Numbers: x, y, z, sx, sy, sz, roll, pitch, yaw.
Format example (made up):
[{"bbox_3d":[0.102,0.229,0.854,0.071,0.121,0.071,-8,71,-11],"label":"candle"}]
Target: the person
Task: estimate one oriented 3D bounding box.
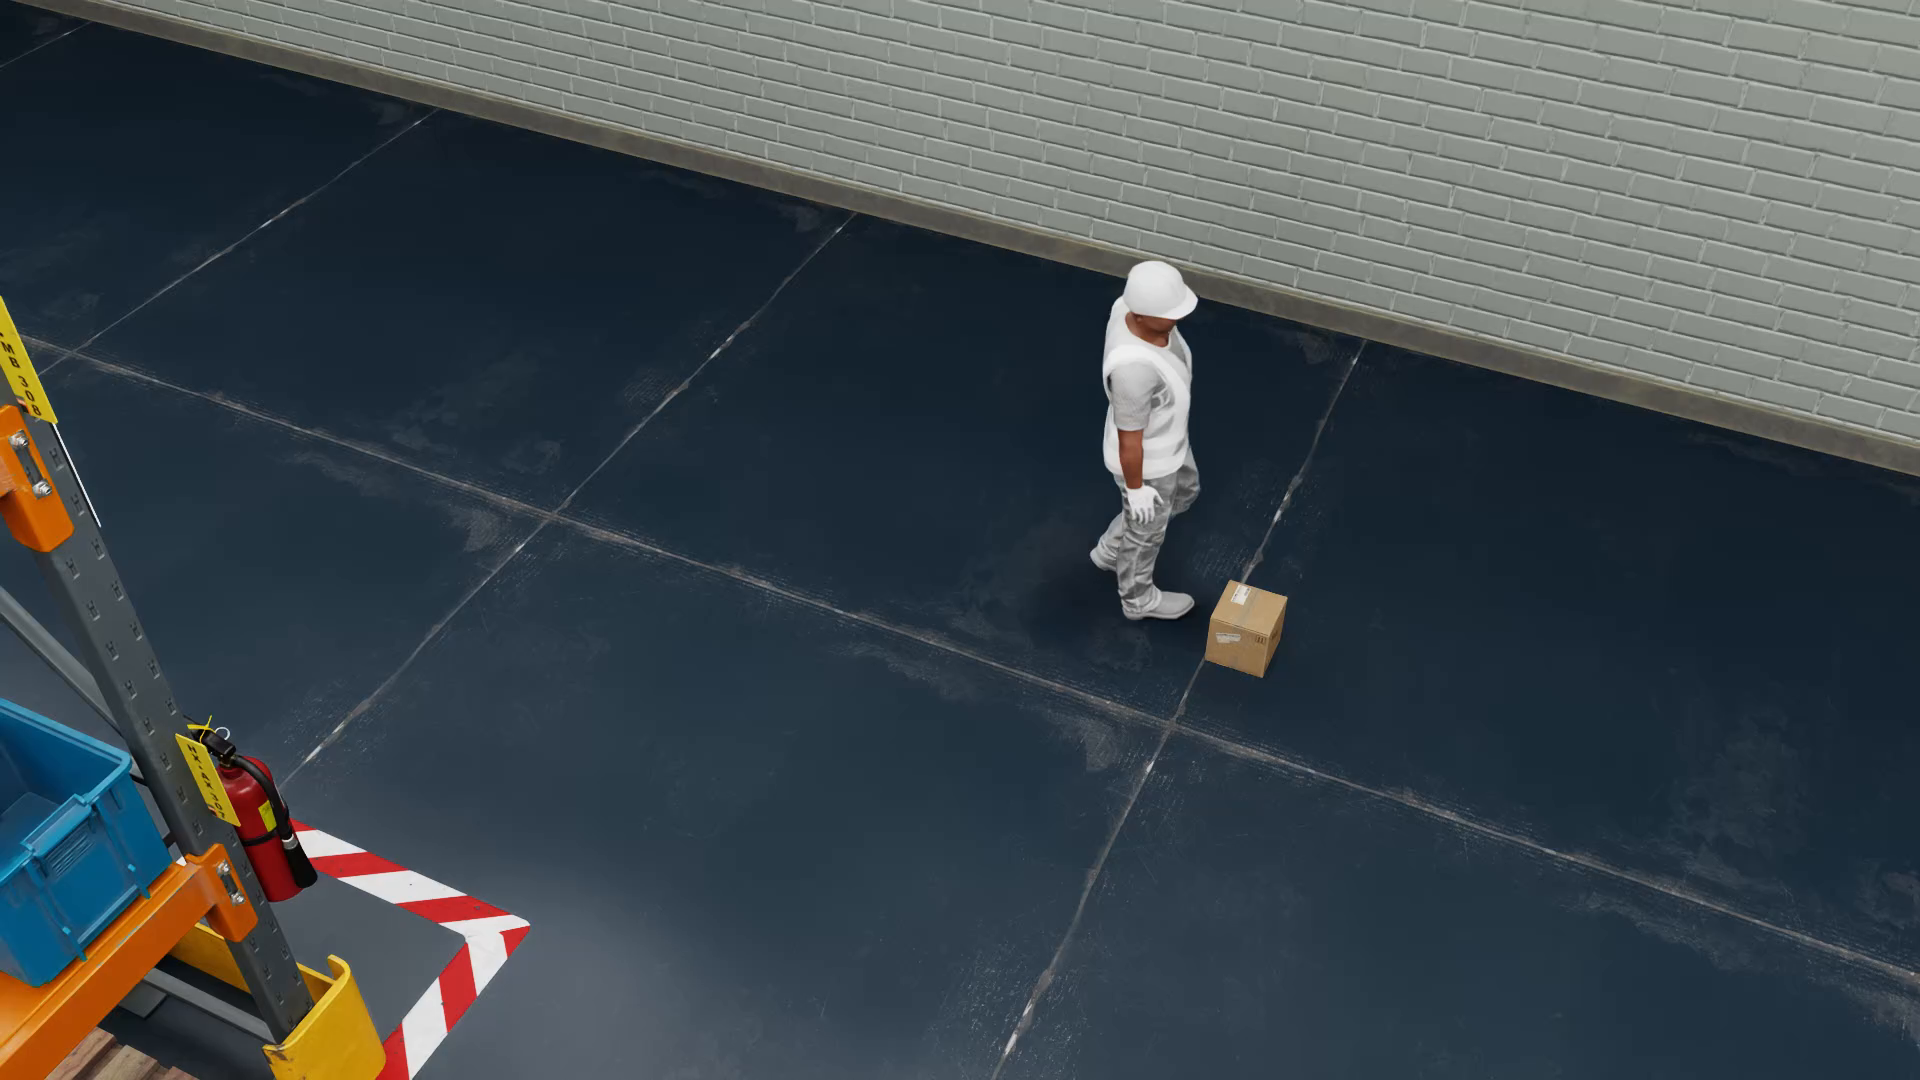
[{"bbox_3d":[0.769,-0.353,6.535,0.460,1.783,0.595,4,42,5],"label":"person"}]
